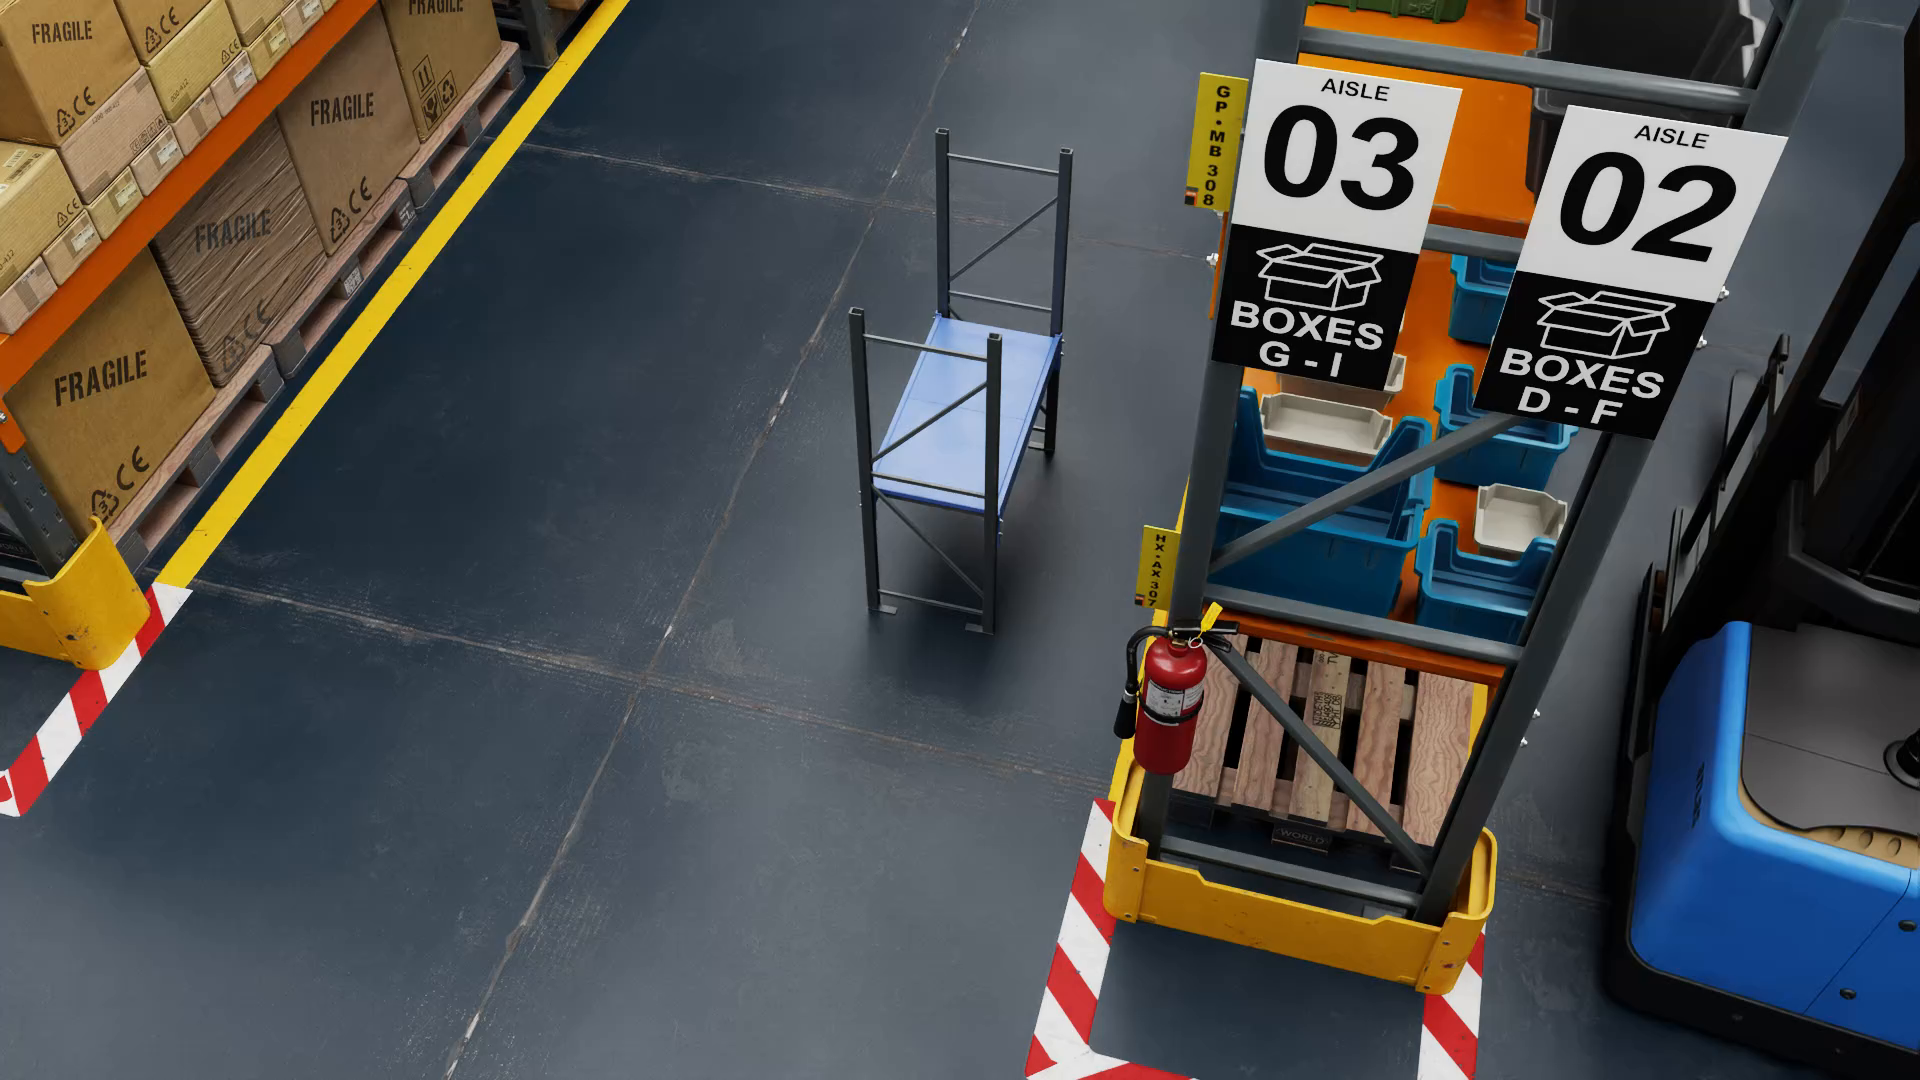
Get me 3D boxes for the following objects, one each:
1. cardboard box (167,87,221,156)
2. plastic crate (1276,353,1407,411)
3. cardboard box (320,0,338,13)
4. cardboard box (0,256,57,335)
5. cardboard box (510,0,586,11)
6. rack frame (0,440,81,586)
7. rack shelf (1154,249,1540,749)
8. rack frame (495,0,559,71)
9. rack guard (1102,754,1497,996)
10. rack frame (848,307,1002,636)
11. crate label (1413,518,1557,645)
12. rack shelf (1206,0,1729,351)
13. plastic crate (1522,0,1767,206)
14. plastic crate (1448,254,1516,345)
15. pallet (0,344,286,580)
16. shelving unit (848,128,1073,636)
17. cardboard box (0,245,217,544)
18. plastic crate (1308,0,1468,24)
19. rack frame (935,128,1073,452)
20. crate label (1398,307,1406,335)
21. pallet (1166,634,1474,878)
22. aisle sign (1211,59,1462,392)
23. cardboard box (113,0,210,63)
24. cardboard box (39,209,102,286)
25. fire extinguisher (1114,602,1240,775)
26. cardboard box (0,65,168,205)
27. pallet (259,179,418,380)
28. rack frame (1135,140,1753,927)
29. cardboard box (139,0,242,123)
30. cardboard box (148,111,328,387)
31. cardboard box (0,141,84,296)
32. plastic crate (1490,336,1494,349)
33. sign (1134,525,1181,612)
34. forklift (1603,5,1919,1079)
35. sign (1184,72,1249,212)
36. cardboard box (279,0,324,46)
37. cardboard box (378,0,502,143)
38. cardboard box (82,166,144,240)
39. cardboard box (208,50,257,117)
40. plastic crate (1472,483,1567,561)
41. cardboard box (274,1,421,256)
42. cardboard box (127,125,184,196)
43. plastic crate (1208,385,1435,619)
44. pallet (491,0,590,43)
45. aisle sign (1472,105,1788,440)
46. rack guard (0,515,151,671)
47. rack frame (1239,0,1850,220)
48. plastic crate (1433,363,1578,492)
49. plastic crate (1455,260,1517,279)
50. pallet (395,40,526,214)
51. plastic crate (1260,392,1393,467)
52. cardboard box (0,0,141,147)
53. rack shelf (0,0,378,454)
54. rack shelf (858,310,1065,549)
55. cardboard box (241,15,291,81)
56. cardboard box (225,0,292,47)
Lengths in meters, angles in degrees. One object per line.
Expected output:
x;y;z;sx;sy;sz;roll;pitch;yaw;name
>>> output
-3.030;-1.599;6.247;0.380;0.149;0.250;11;49;9;cardboard box
1.198;-0.534;5.276;0.396;0.136;0.243;12;50;10;plastic crate
-2.760;-2.342;6.903;0.380;0.149;0.250;11;49;9;cardboard box
-3.298;-0.855;5.591;0.380;0.149;0.250;12;50;10;cardboard box
-2.508;-3.543;8.932;1.225;0.875;0.875;12;50;10;cardboard box
-3.710;-0.747;5.327;1.000;3.000;0.127;12;50;10;rack frame
1.594;-0.978;6.011;1.077;0.370;4.000;12;50;10;rack shelf
-2.657;-3.640;7.881;1.000;3.000;0.127;12;50;10;rack frame
1.074;1.078;5.384;1.175;0.500;0.348;12;50;10;rack guard
-0.111;-0.190;5.836;0.500;1.500;0.032;12;50;10;rack frame
1.451;0.152;4.605;0.416;0.233;0.303;12;50;10;crate label
1.594;-1.971;4.887;1.077;0.370;4.000;12;50;10;rack shelf
1.438;-0.942;3.586;0.497;0.269;0.590;12;50;10;plastic crate
1.797;-0.800;5.446;0.416;0.233;0.300;12;50;10;plastic crate
-3.575;-0.418;6.897;1.003;0.211;1.213;12;50;10;pallet
0.022;-0.558;6.161;0.538;1.500;1.048;12;50;10;shelving unit
-3.619;-0.661;6.389;0.875;0.875;0.875;12;50;10;cardboard box
1.052;-1.462;4.099;0.450;0.188;0.336;12;50;10;plastic crate
0.156;-0.926;6.486;0.500;1.500;0.032;12;50;10;rack frame
1.248;-0.741;5.458;0.396;0.136;0.243;12;50;10;crate label
1.323;0.564;6.030;1.003;0.211;1.213;12;50;10;pallet
0.766;-0.635;3.495;0.394;0.787;0.004;12;50;10;aisle sign
-3.061;-2.075;5.901;0.500;0.500;0.500;10;49;9;cardboard box
-3.232;-1.041;5.755;0.380;0.149;0.250;11;49;9;cardboard box
0.590;0.399;4.616;0.296;0.674;0.183;12;50;10;fire extinguisher
-3.193;-1.467;5.864;0.500;0.250;0.500;11;49;10;cardboard box
-3.252;-1.298;7.673;1.003;0.211;1.213;12;50;10;pallet
1.068;0.231;4.465;1.000;3.000;0.127;12;50;10;rack frame
-3.057;-1.830;6.185;0.500;0.250;0.500;10;49;9;cardboard box
-3.379;-1.320;6.970;0.875;0.875;0.875;12;50;10;cardboard box
-3.323;-1.090;5.531;0.500;0.250;0.500;10;49;9;cardboard box
1.793;-0.522;5.265;0.250;0.136;0.298;12;50;10;plastic crate
0.533;0.080;4.489;0.100;0.325;0.005;12;50;10;sign
3.060;-0.392;5.060;1.130;2.935;3.031;16;50;13;forklift
0.533;-0.824;3.465;0.100;0.325;0.005;12;50;10;sign
-2.828;-2.158;6.741;0.380;0.149;0.250;12;50;11;cardboard box
-2.908;-2.614;8.113;0.875;0.875;0.875;12;50;10;cardboard box
-3.165;-1.227;5.918;0.380;0.149;0.250;11;49;9;cardboard box
-2.962;-1.786;6.412;0.380;0.149;0.250;11;50;10;cardboard box
1.615;-0.031;4.832;0.250;0.136;0.298;12;50;10;plastic crate
-3.145;-1.963;7.538;0.875;0.875;0.875;12;50;10;cardboard box
-3.098;-1.415;6.085;0.380;0.149;0.250;11;49;9;cardboard box
0.976;-0.080;4.675;0.616;0.435;0.499;12;50;10;plastic crate
-2.527;-3.290;9.432;1.003;0.211;1.213;12;50;10;pallet
1.336;-0.519;3.392;0.394;0.787;0.004;12;50;10;aisle sign
-3.717;0.098;6.249;1.175;0.500;0.348;12;50;10;rack guard
1.068;-1.755;2.215;1.000;3.000;0.127;12;50;10;rack frame
1.624;-0.324;5.026;0.416;0.233;0.300;12;50;10;plastic crate
1.876;-1.017;5.637;0.416;0.233;0.300;12;50;10;plastic crate
-2.933;-2.183;8.455;1.003;0.211;1.213;12;50;10;pallet
1.108;-0.328;5.093;0.396;0.136;0.243;12;50;10;plastic crate
-3.192;-1.699;5.570;0.500;0.500;0.500;10;49;9;cardboard box
-3.184;-1.955;6.874;1.077;0.370;4.000;12;50;10;rack shelf
0.022;-0.439;6.296;0.538;0.185;1.000;12;50;10;rack shelf
-2.895;-1.968;6.573;0.380;0.149;0.250;10;49;9;cardboard box
-2.925;-2.208;6.519;0.500;0.250;0.500;11;49;9;cardboard box
